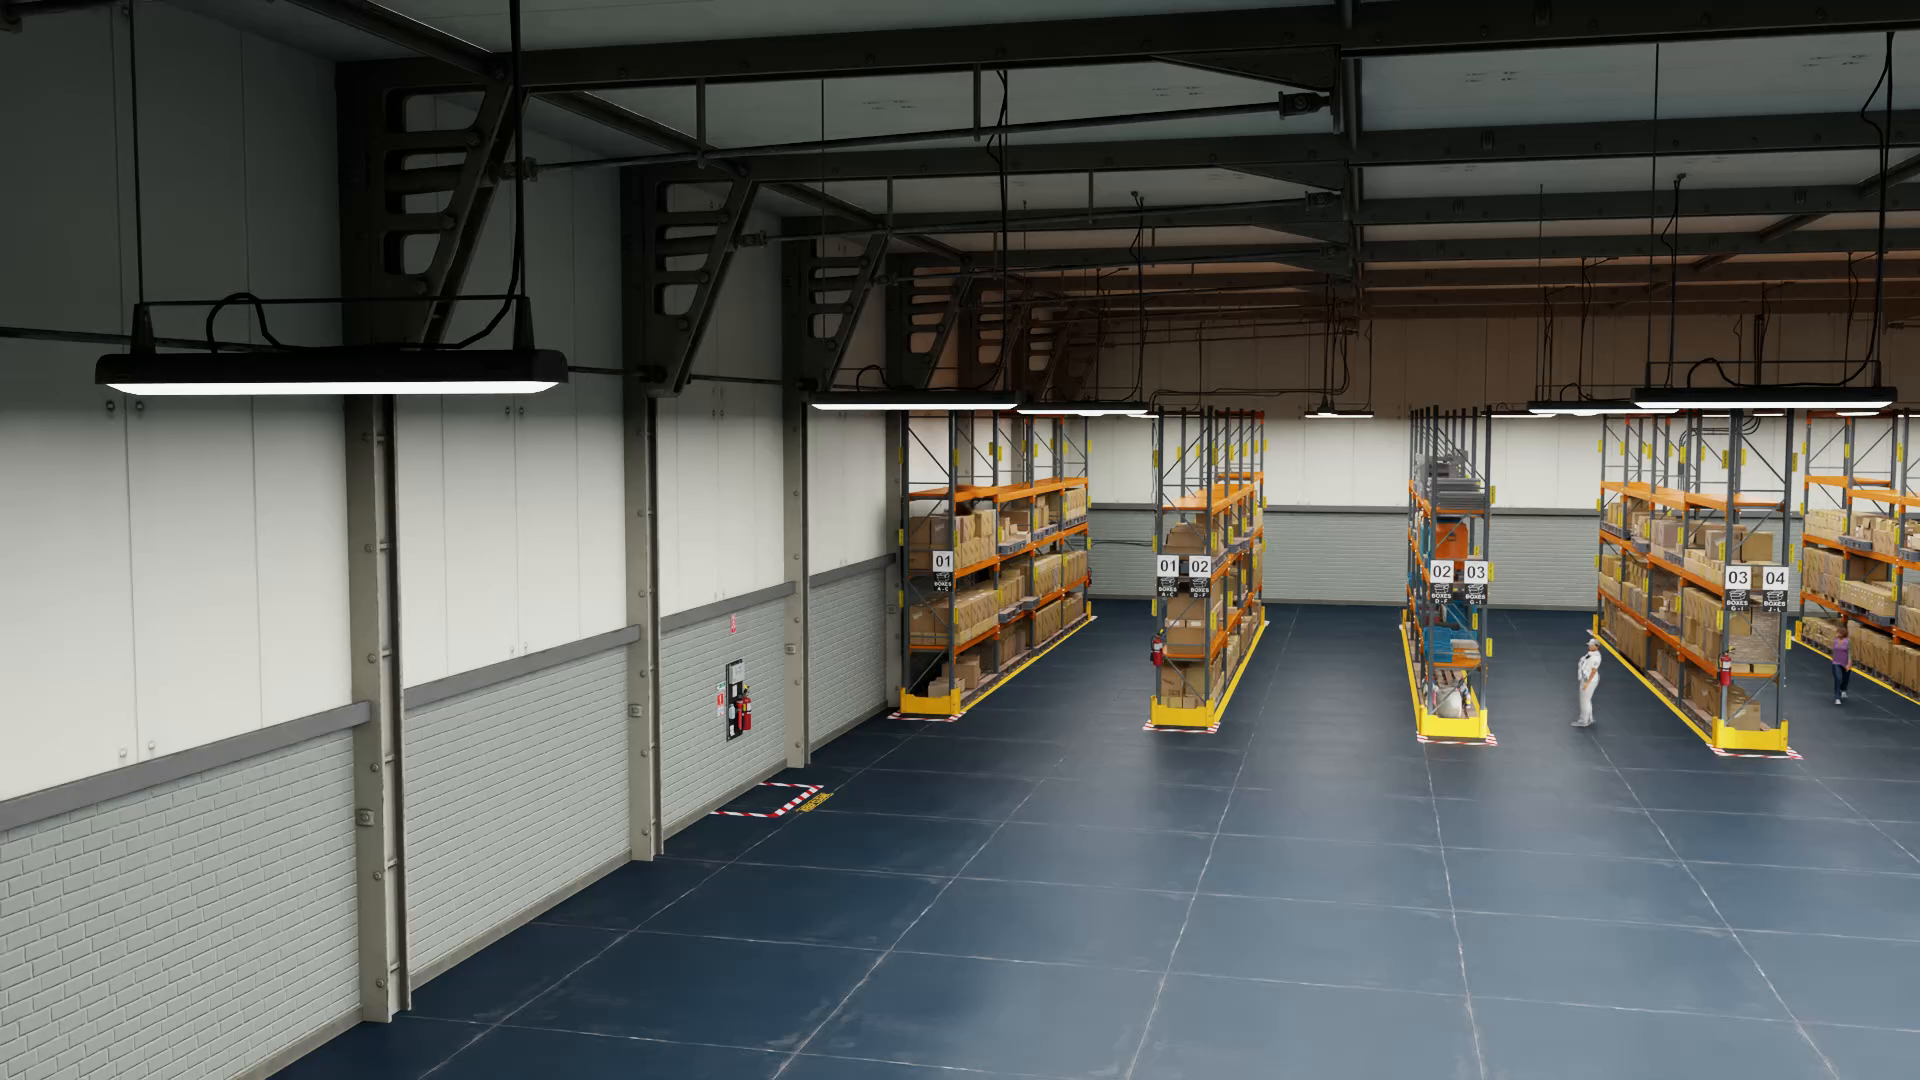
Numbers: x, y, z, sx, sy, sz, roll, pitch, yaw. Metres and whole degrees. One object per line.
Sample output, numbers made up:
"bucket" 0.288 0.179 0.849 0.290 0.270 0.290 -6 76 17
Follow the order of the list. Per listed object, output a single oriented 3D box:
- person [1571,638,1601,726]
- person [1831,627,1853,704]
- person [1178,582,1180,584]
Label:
"person" 11.718 2.685 31.099 0.503 1.710 0.583 2 4 23
"person" 17.848 2.525 33.683 0.363 1.526 0.869 1 4 20
"person" 6.556 1.426 48.481 0.497 1.667 0.629 -1 4 -12
